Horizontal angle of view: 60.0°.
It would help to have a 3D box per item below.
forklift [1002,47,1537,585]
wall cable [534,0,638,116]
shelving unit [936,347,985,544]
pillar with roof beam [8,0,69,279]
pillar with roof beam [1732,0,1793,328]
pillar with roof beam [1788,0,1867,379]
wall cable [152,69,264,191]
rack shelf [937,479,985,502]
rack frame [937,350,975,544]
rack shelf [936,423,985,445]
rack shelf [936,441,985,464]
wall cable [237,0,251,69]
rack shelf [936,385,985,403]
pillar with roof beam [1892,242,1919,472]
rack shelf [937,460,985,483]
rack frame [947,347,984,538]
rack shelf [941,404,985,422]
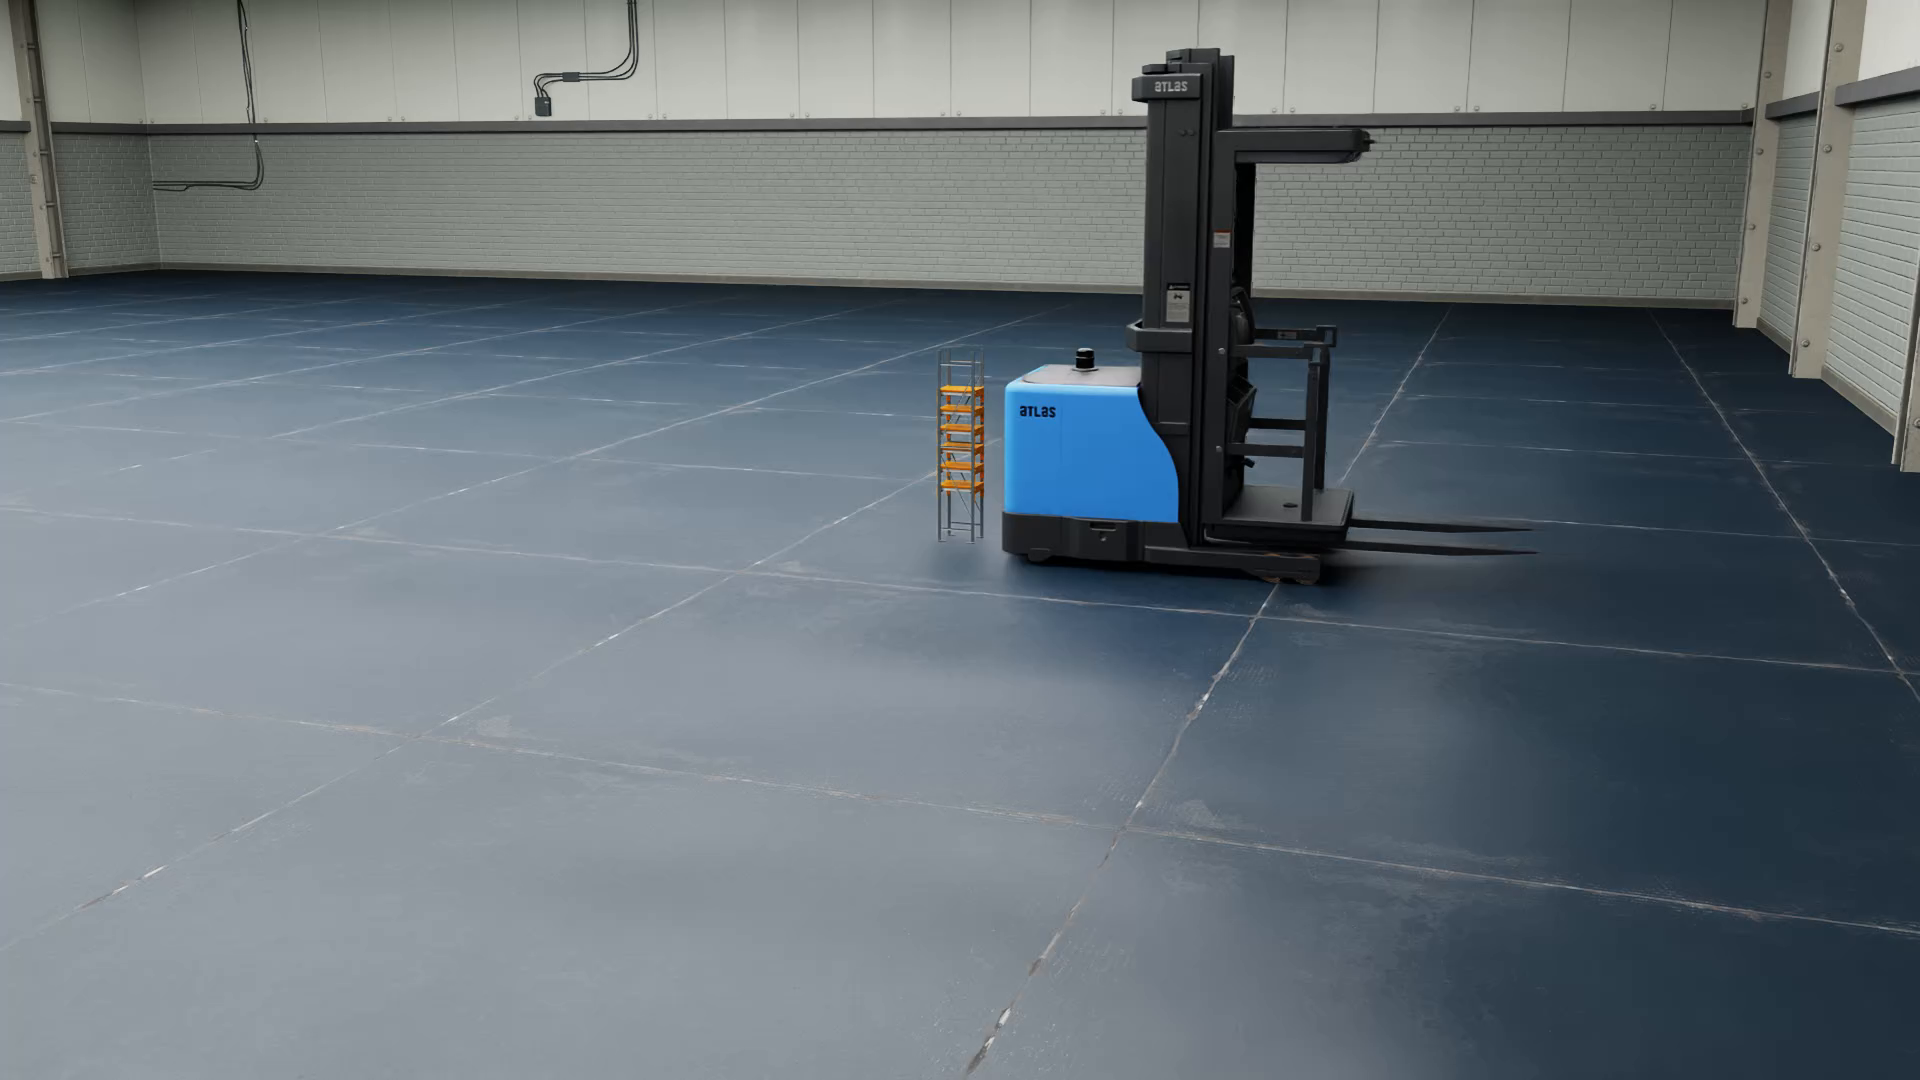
[{"bbox_3d":[1.825,-1.307,9.627,3.031,2.935,1.130,4,13,15],"label":"forklift"},{"bbox_3d":[-7.285,-11.236,31.851,2.305,6.003,0.169,4,14,18],"label":"wall cable"},{"bbox_3d":[0.005,-0.588,10.368,0.258,1.200,0.189,4,14,18],"label":"shelving unit"},{"bbox_3d":[-14.394,-9.430,31.580,9.100,9.000,0.400,4,14,18],"label":"pillar with roof beam"},{"bbox_3d":[7.265,-7.782,24.359,9.100,9.000,0.400,4,14,18],"label":"pillar with roof beam"},{"bbox_3d":[5.324,-6.518,18.824,9.100,9.000,0.400,4,14,18],"label":"pillar with roof beam"},{"bbox_3d":[-16.263,-8.751,35.584,3.097,2.526,0.112,4,14,18],"label":"wall cable"},{"bbox_3d":[0.005,-0.311,10.431,0.258,0.103,0.180,4,14,18],"label":"rack shelf"},{"bbox_3d":[-0.025,-0.569,10.283,0.240,1.200,0.006,4,14,18],"label":"rack frame"},{"bbox_3d":[0.005,-0.662,10.351,0.258,0.103,0.180,4,14,18],"label":"rack shelf"},{"bbox_3d":[0.005,-0.545,10.378,0.258,0.103,0.180,4,14,18],"label":"rack shelf"},{"bbox_3d":[-13.703,-11.018,34.168,3.097,2.526,0.112,4,14,18],"label":"wall cable"},{"bbox_3d":[0.005,-0.896,10.298,0.258,0.103,0.180,4,14,18],"label":"rack shelf"},{"bbox_3d":[3.383,-5.255,13.289,9.100,9.000,0.400,4,14,18],"label":"pillar with roof beam"},{"bbox_3d":[0.005,-0.428,10.404,0.258,0.103,0.180,4,14,18],"label":"rack shelf"},{"bbox_3d":[0.034,-0.607,10.452,0.240,1.200,0.006,4,14,18],"label":"rack frame"},{"bbox_3d":[0.005,-0.779,10.324,0.258,0.103,0.180,4,14,18],"label":"rack shelf"}]
